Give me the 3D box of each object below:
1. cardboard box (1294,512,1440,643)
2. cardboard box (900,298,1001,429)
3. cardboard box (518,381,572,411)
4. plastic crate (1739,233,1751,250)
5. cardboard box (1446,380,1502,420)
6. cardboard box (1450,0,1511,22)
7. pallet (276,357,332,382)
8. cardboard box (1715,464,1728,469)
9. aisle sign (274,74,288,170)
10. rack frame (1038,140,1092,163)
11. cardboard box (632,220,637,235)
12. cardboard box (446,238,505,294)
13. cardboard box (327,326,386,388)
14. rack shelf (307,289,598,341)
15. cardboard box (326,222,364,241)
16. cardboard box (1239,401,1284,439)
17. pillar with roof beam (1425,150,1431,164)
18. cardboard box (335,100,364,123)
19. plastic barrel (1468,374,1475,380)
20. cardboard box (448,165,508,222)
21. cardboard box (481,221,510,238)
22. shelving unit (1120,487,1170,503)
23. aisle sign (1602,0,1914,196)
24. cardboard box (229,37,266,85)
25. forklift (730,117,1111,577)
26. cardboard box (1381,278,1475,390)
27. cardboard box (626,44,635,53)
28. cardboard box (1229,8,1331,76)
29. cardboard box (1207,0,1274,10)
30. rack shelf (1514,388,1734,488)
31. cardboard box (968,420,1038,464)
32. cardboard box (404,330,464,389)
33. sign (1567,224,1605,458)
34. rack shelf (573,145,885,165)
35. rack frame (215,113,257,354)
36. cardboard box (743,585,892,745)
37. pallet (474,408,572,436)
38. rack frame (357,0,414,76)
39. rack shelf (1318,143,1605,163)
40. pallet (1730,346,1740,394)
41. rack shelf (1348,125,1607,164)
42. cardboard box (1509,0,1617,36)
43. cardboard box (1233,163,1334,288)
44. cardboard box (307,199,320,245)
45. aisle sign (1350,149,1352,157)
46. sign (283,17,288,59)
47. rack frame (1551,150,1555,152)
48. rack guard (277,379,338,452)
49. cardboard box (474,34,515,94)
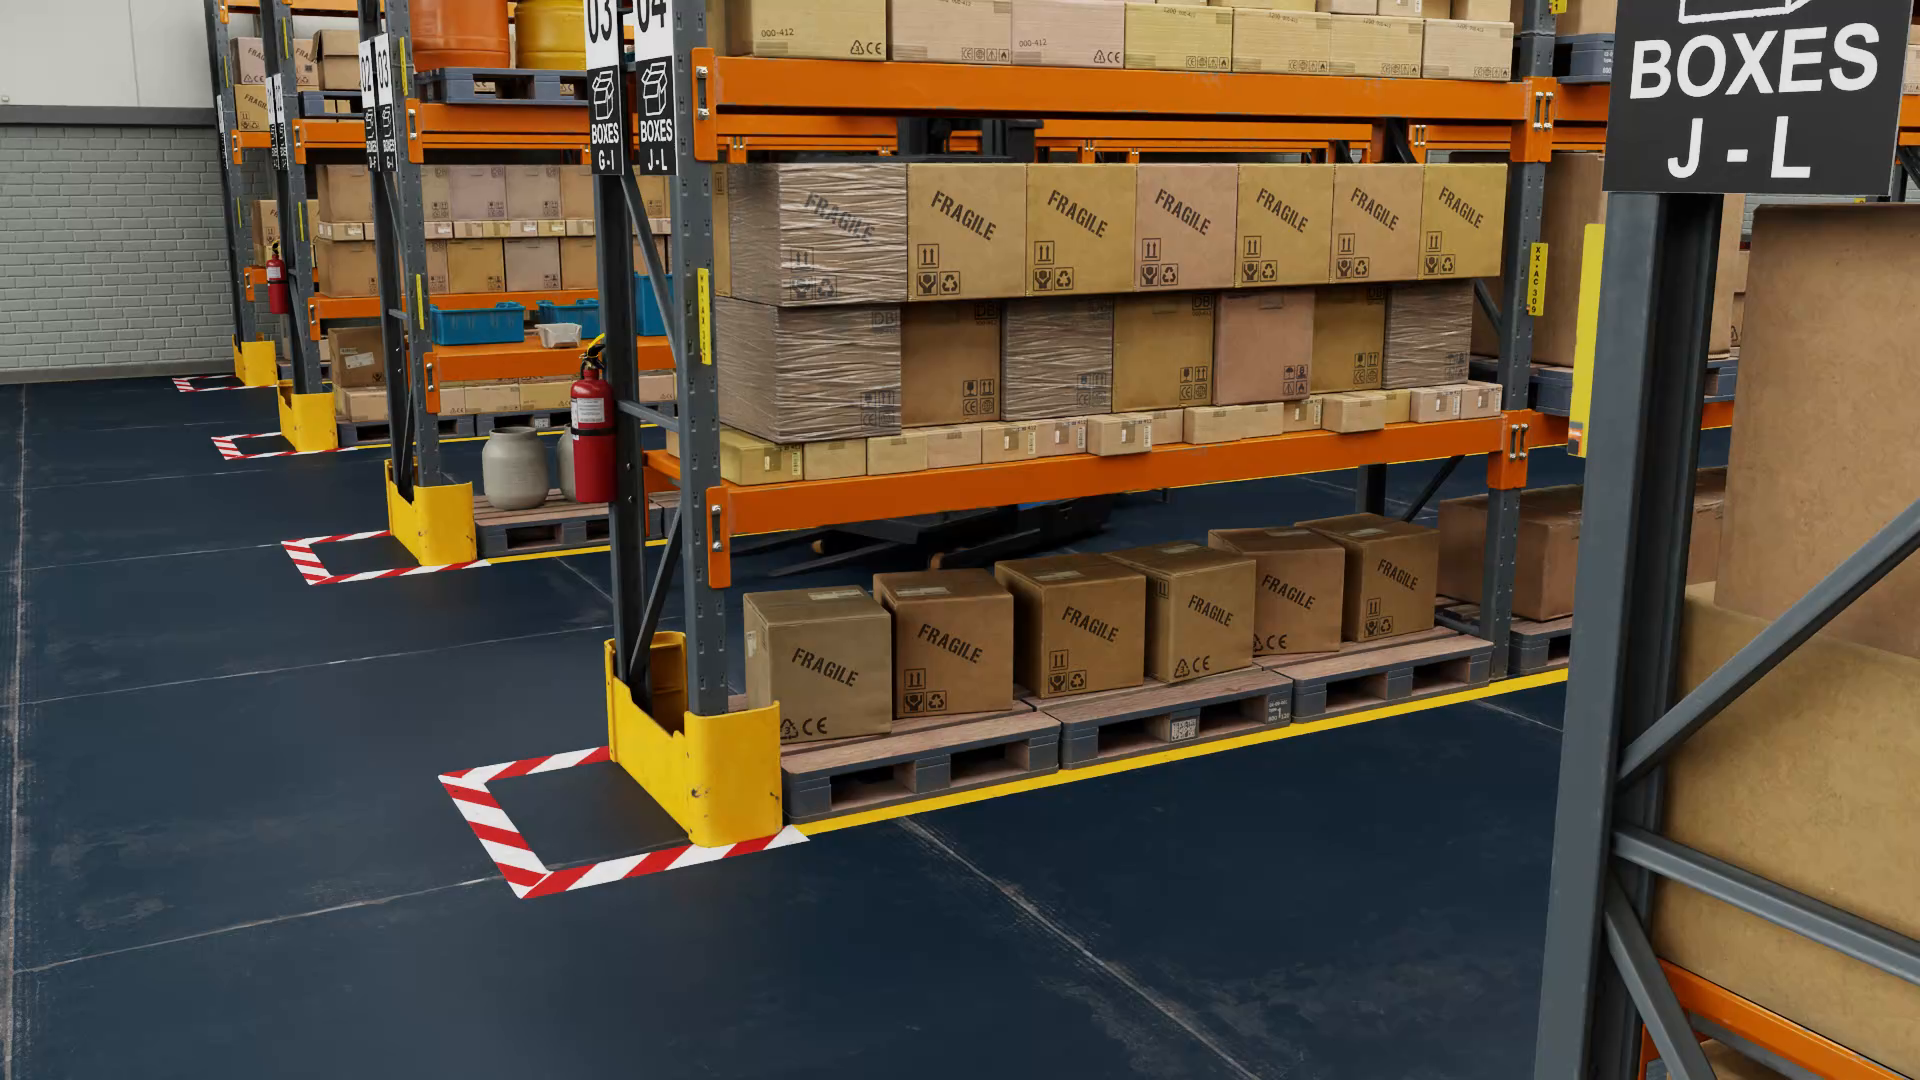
[{"bbox_3d":[1.999,0.175,8.234,0.500,0.500,0.500,-7,15,-30],"label":"cardboard box"},{"bbox_3d":[-0.265,-0.775,6.815,0.500,0.500,0.875,-7,14,-28],"label":"cardboard box"},{"bbox_3d":[-3.991,-1.397,15.789,0.500,0.250,0.500,-7,14,-28],"label":"cardboard box"},{"bbox_3d":[7.921,-2.776,16.329,0.583,0.464,0.402,-7,14,-28],"label":"plastic crate"},{"bbox_3d":[2.321,-0.672,7.834,0.250,0.149,0.380,-7,14,-28],"label":"cardboard box"},{"bbox_3d":[2.222,-2.368,7.403,0.250,0.149,0.380,-6,14,-26],"label":"cardboard box"},{"bbox_3d":[-7.465,-2.043,19.705,1.213,0.211,1.003,-7,14,-28],"label":"pallet"},{"bbox_3d":[4.821,-0.154,9.654,0.500,0.500,0.700,-8,15,-33],"label":"cardboard box"},{"bbox_3d":[-5.796,-3.565,14.195,0.004,0.787,0.394,-7,14,-28],"label":"aisle sign"},{"bbox_3d":[1.137,-3.204,18.513,0.127,3.000,1.000,-7,14,-28],"label":"rack frame"},{"bbox_3d":[-3.187,-2.997,15.889,0.250,0.149,0.380,-7,14,-28],"label":"cardboard box"},{"bbox_3d":[-4.572,-2.565,15.447,0.500,0.500,0.700,-7,14,-27],"label":"cardboard box"},{"bbox_3d":[-5.557,-1.705,15.453,0.500,0.500,0.500,-7,14,-28],"label":"cardboard box"},{"bbox_3d":[-4.130,-2.222,15.787,4.000,0.370,1.077,-7,14,-28],"label":"rack shelf"},{"bbox_3d":[-5.438,-2.727,14.690,0.250,0.149,0.380,-7,14,-28],"label":"cardboard box"},{"bbox_3d":[1.200,-0.550,7.292,0.250,0.149,0.380,-7,14,-28],"label":"cardboard box"},{"bbox_3d":[9.800,-7.548,24.151,0.400,9.000,9.100,-7,14,-28],"label":"pillar with roof beam"},{"bbox_3d":[-6.907,-4.930,19.080,0.500,0.500,0.500,-6,14,-25],"label":"cardboard box"},{"bbox_3d":[4.919,-1.451,15.260,0.708,0.588,0.600,-7,14,-28],"label":"plastic barrel"},{"bbox_3d":[-4.522,-3.206,15.339,0.500,0.500,0.700,-7,14,-28],"label":"cardboard box"},{"bbox_3d":[-4.308,-2.863,15.294,0.250,0.149,0.380,-7,14,-29],"label":"cardboard box"},{"bbox_3d":[0.996,-0.795,12.079,1.048,1.125,0.538,-11,16,-39],"label":"shelving unit"},{"bbox_3d":[0.940,-0.805,1.933,0.004,0.787,0.394,-7,14,-28],"label":"aisle sign"},{"bbox_3d":[-7.808,-5.320,18.534,0.500,0.500,0.500,-8,15,-32],"label":"cardboard box"},{"bbox_3d":[-0.305,-1.313,10.268,1.130,2.935,3.031,10,16,39],"label":"forklift"},{"bbox_3d":[1.944,-1.032,7.958,0.500,0.500,0.875,-7,14,-28],"label":"cardboard box"},{"bbox_3d":[-2.943,-4.566,16.232,0.500,0.500,0.500,-6,14,-23],"label":"cardboard box"},{"bbox_3d":[1.186,-2.058,6.931,0.500,0.250,0.500,-7,14,-28],"label":"cardboard box"},{"bbox_3d":[1.068,-2.229,6.782,0.250,0.149,0.380,-6,14,-25],"label":"cardboard box"},{"bbox_3d":[4.124,-0.733,9.173,4.000,0.370,1.077,-7,14,-28],"label":"rack shelf"},{"bbox_3d":[0.110,-0.415,6.695,0.250,0.149,0.380,-7,14,-28],"label":"cardboard box"},{"bbox_3d":[-4.870,-1.658,15.243,0.500,0.500,0.500,-7,14,-28],"label":"cardboard box"},{"bbox_3d":[0.898,-0.273,2.312,0.005,0.325,0.100,-7,14,-28],"label":"sign"},{"bbox_3d":[-2.996,-5.060,21.568,4.000,0.370,1.077,-7,14,-28],"label":"rack shelf"},{"bbox_3d":[-8.262,-3.316,19.014,0.127,3.000,1.000,-7,14,-28],"label":"rack frame"},{"bbox_3d":[-0.586,0.499,6.795,0.500,0.500,0.500,-4,13,-17],"label":"cardboard box"},{"bbox_3d":[-4.165,-1.218,16.039,1.213,0.211,1.003,-7,14,-28],"label":"pallet"},{"bbox_3d":[-3.515,-4.334,9.872,0.127,3.000,1.000,-7,14,-28],"label":"rack frame"},{"bbox_3d":[6.403,-4.947,21.068,4.000,0.370,1.077,-7,14,-28],"label":"rack shelf"},{"bbox_3d":[4.162,-0.985,9.089,1.213,0.211,1.003,-7,14,-28],"label":"pallet"},{"bbox_3d":[5.262,-3.572,14.954,4.000,0.370,1.077,-7,14,-28],"label":"rack shelf"},{"bbox_3d":[2.829,-2.623,7.907,0.637,0.503,0.797,-8,15,-31],"label":"cardboard box"},{"bbox_3d":[1.228,-1.350,7.092,0.500,0.500,0.500,-7,14,-28],"label":"cardboard box"},{"bbox_3d":[-7.261,-3.661,19.134,0.500,0.500,0.500,-7,14,-28],"label":"cardboard box"},{"bbox_3d":[5.989,-6.218,25.984,0.004,0.787,0.394,-7,14,-28],"label":"aisle sign"},{"bbox_3d":[-5.625,-4.183,13.862,0.005,0.325,0.100,-7,14,-28],"label":"sign"},{"bbox_3d":[8.158,-4.045,22.253,0.127,3.000,1.000,-7,14,-28],"label":"rack frame"},{"bbox_3d":[-5.906,-1.140,15.037,0.348,0.500,1.175,-7,14,-28],"label":"rack guard"},{"bbox_3d":[-4.297,-4.270,14.914,0.500,0.500,0.500,-7,14,-28],"label":"cardboard box"}]
